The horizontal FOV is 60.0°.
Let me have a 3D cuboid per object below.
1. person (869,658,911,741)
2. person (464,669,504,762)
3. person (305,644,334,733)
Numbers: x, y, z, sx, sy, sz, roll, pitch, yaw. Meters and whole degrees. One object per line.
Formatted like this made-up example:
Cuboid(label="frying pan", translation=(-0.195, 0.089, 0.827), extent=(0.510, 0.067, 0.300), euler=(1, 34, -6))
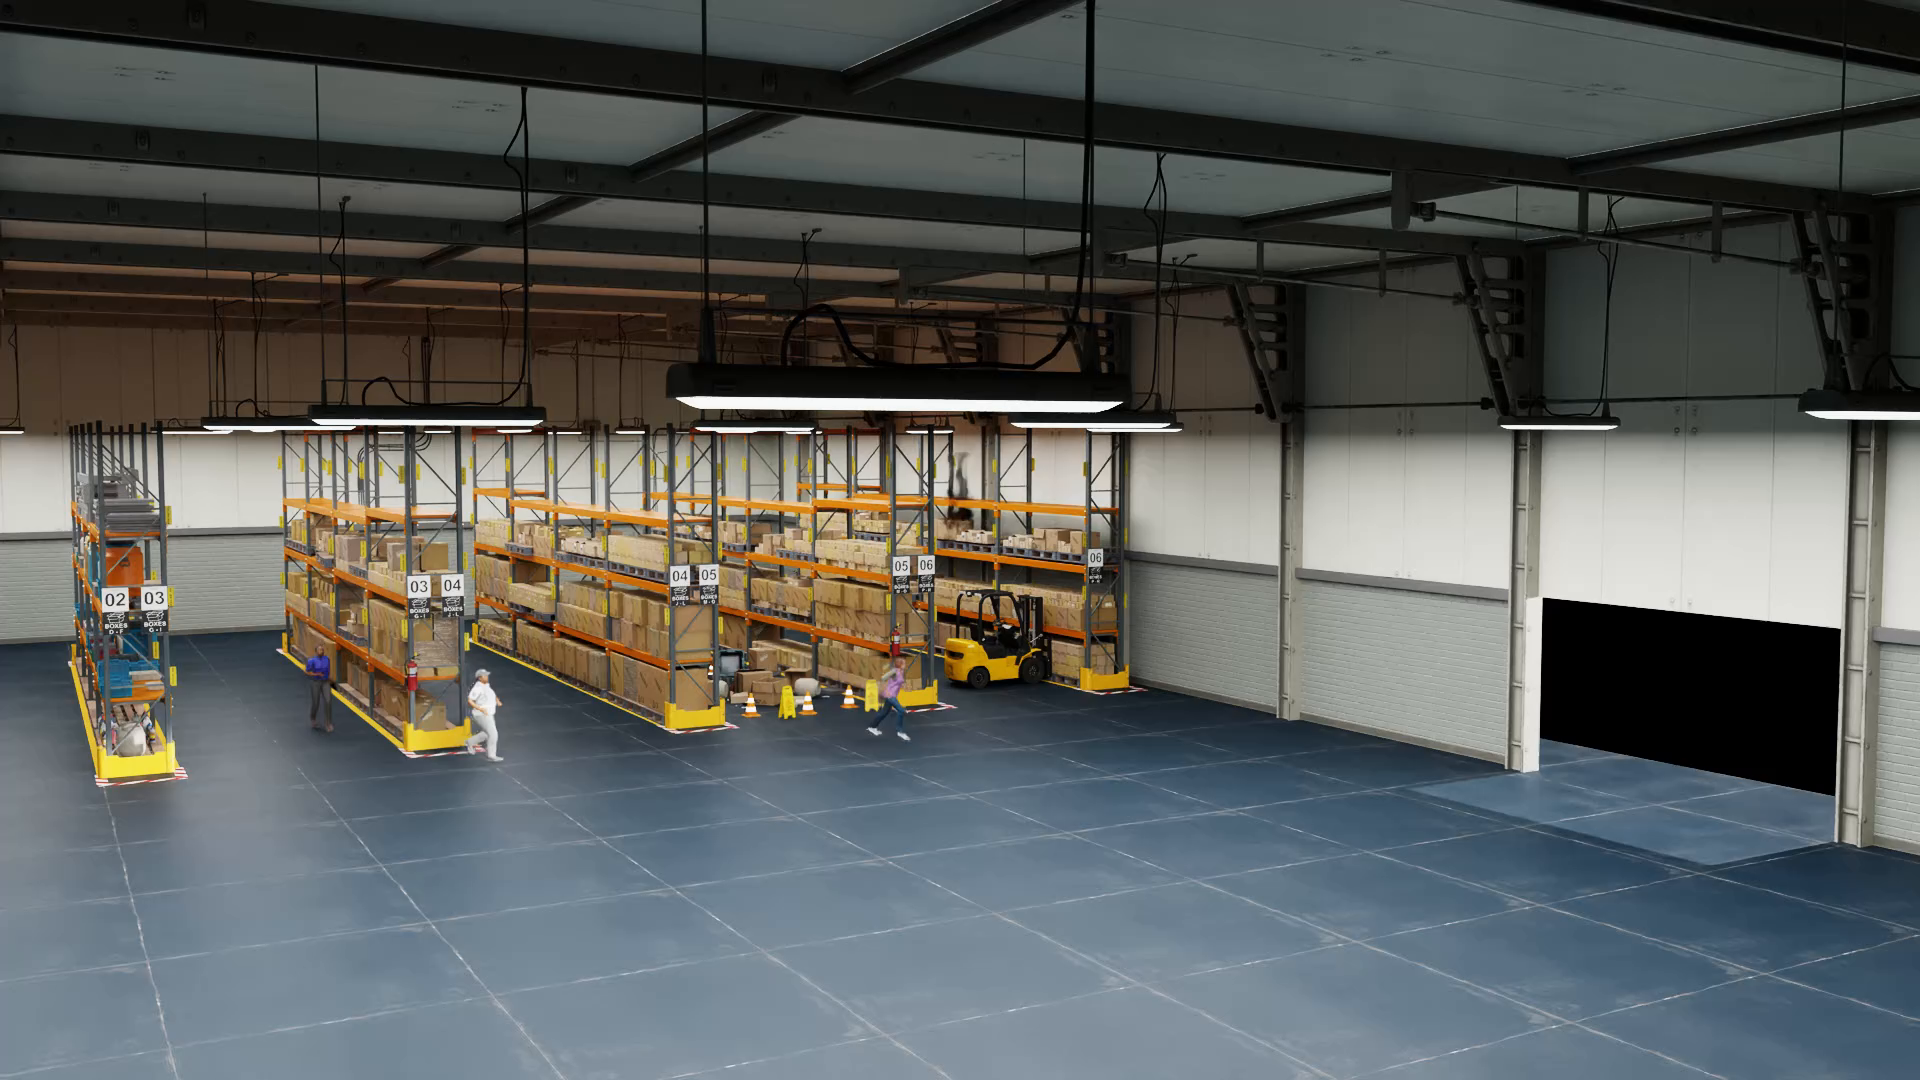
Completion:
Cuboid(label="person", translation=(-1.349, 3.003, 31.499), extent=(0.864, 1.569, 0.529), euler=(1, 4, 17))
Cuboid(label="person", translation=(-8.422, 3.087, 29.391), extent=(0.711, 1.621, 0.618), euler=(0, 4, 4))
Cuboid(label="person", translation=(-12.514, 2.877, 32.491), extent=(0.569, 1.696, 0.821), euler=(-3, 5, -38))
